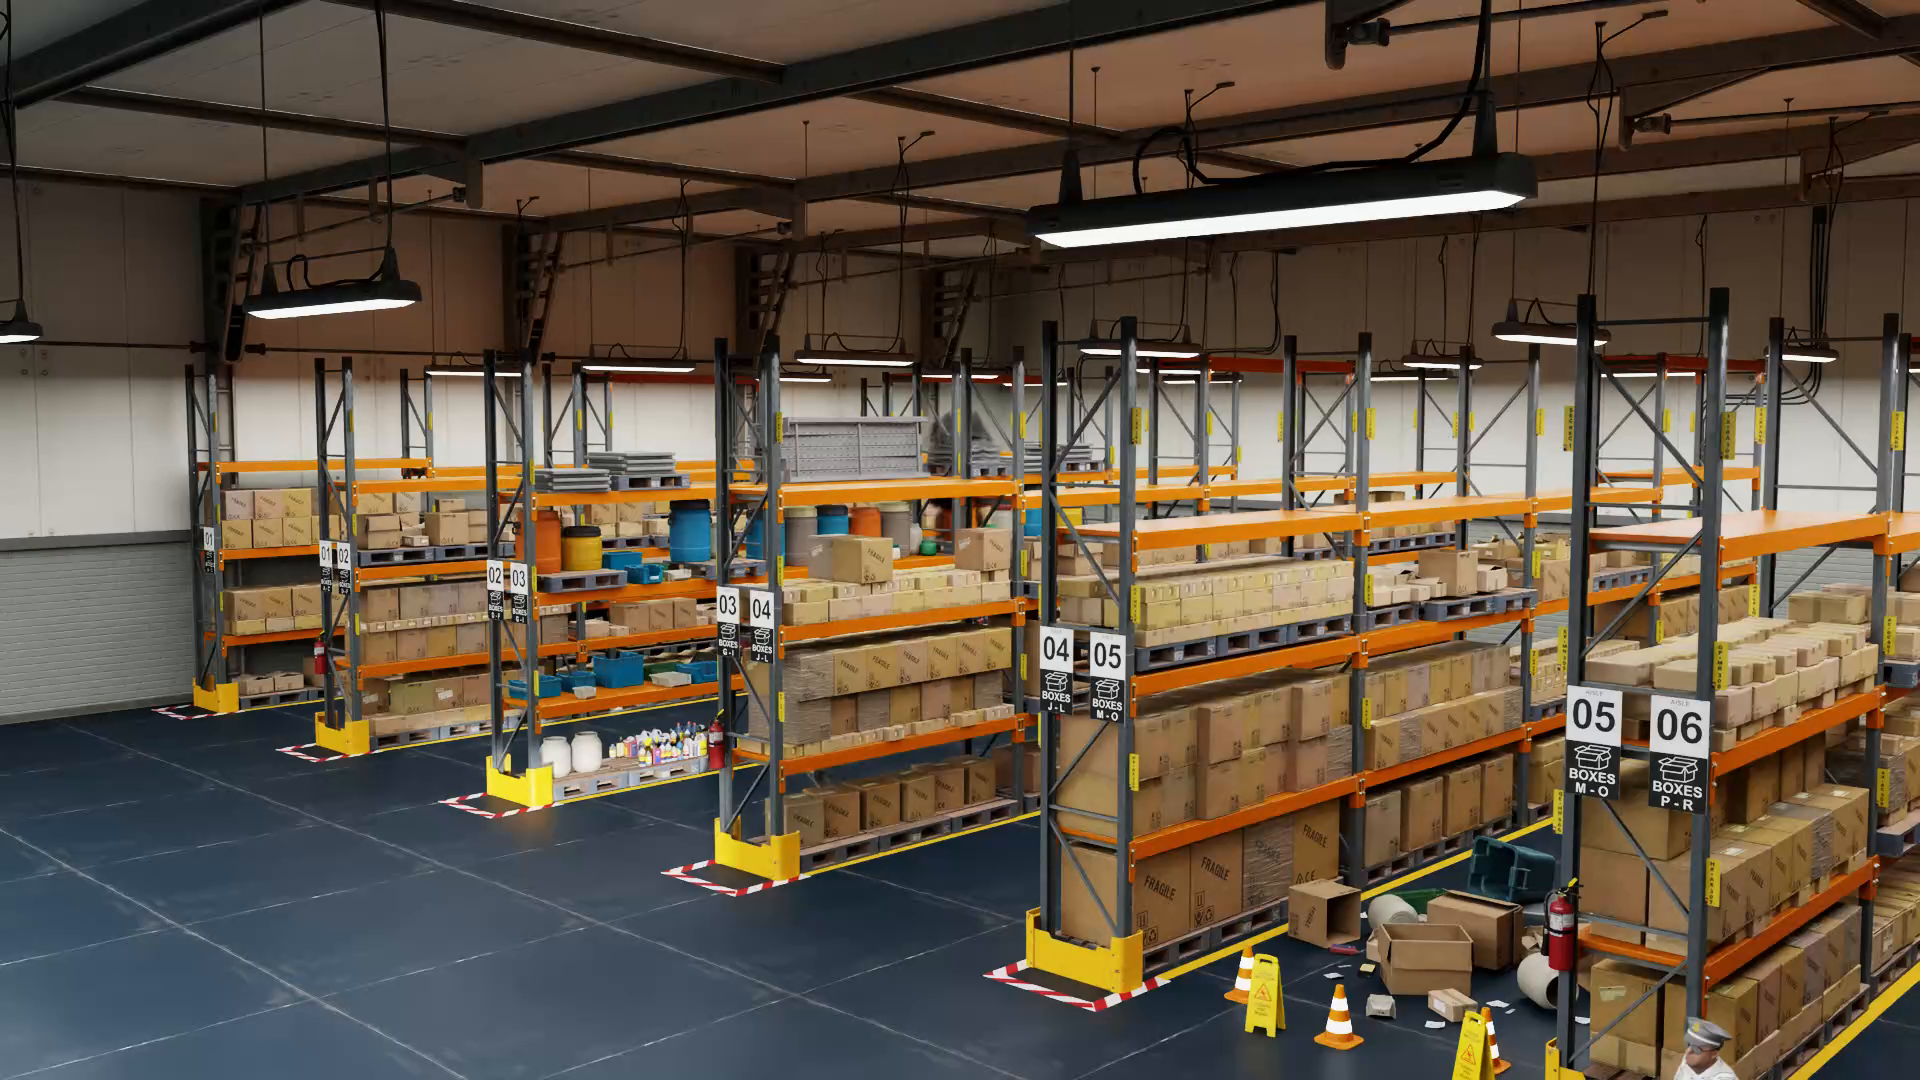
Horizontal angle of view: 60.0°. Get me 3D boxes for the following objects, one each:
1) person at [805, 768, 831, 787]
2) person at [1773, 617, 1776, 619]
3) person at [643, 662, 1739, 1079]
[{"bbox_3d":[-1.793,2.604,21.416,0.446,1.686,0.647,-1,4,-10],"label":"person"},{"bbox_3d":[13.316,2.181,27.335,0.866,1.847,0.654,2,5,29],"label":"person"},{"bbox_3d":[-0.631,2.597,19.464,2.796,1.251,22.595,-3,5,-32],"label":"person"}]
